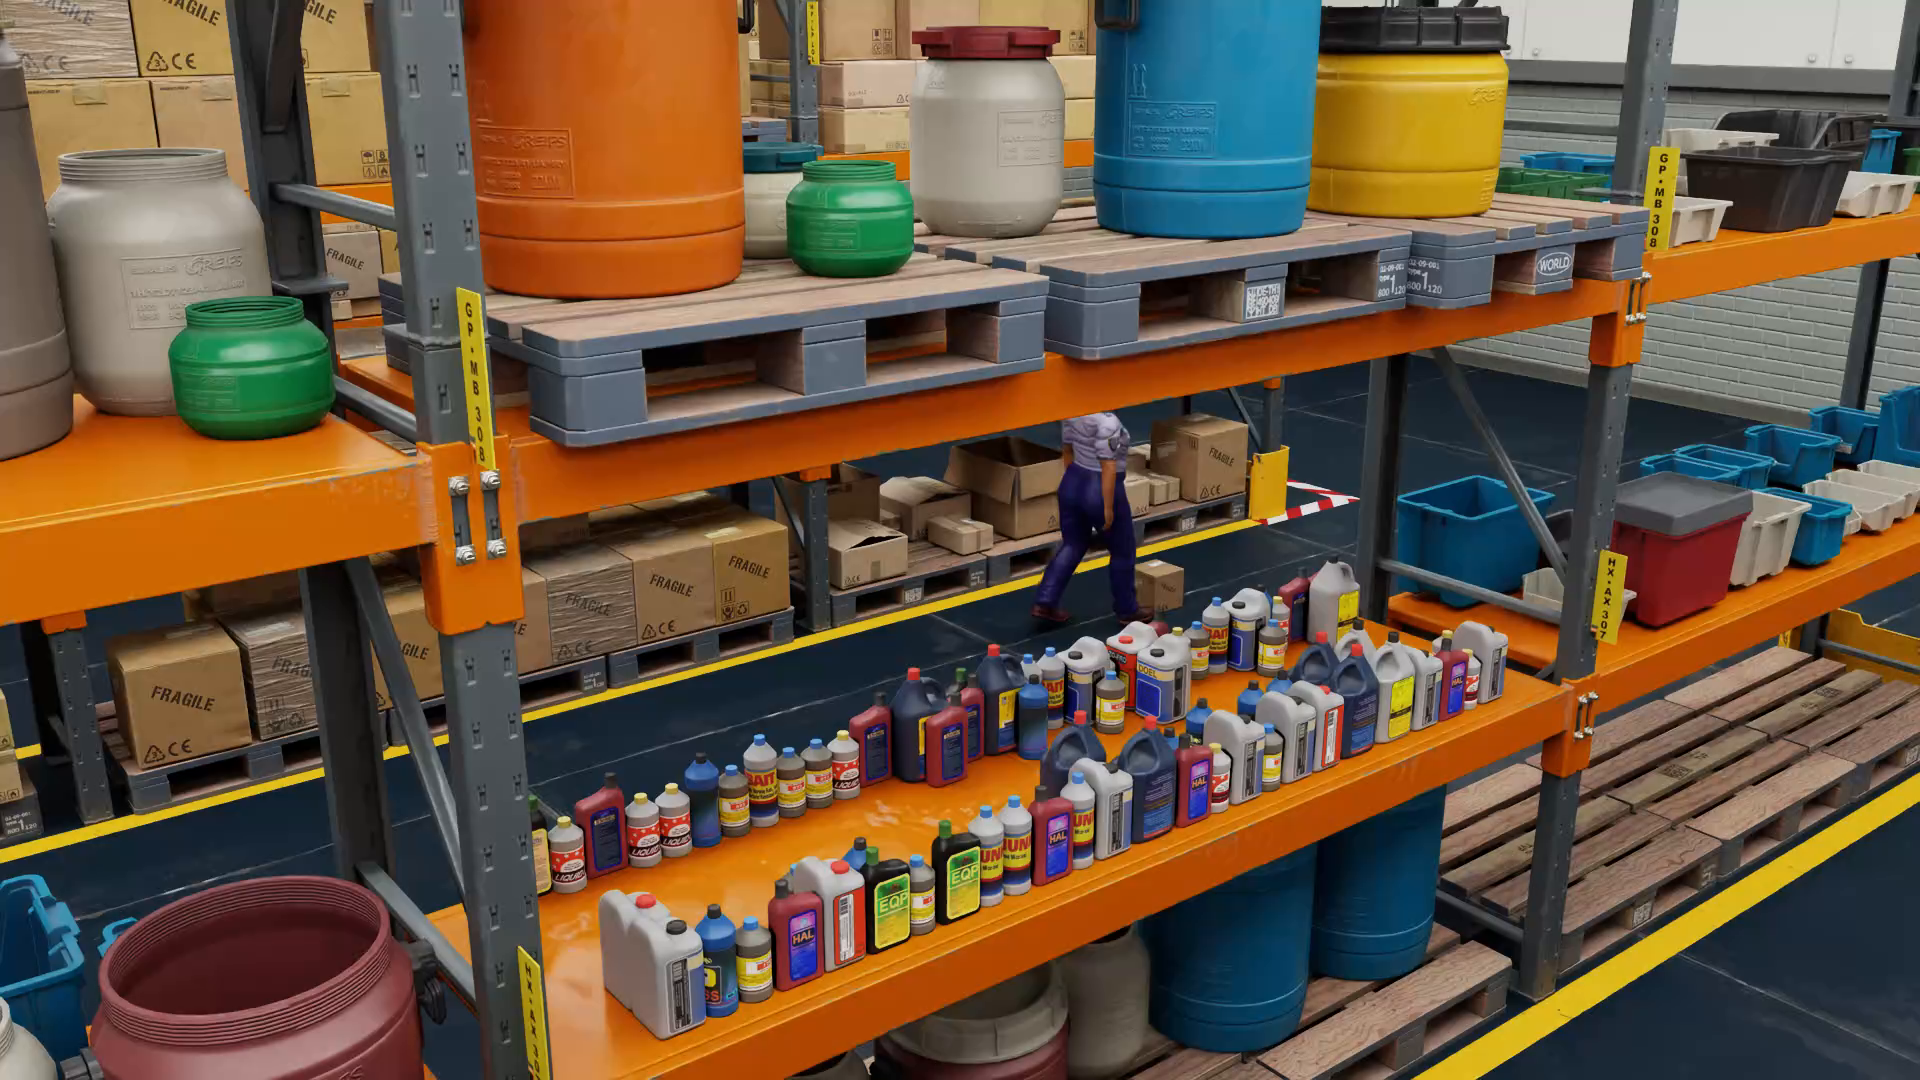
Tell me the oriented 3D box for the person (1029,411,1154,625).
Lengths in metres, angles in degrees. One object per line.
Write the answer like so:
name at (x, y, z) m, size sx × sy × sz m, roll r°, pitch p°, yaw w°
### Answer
person at (0.815, -0.273, 9.895) m, size 0.764 × 1.628 × 0.493 m, roll -14°, pitch 23°, yaw -37°
